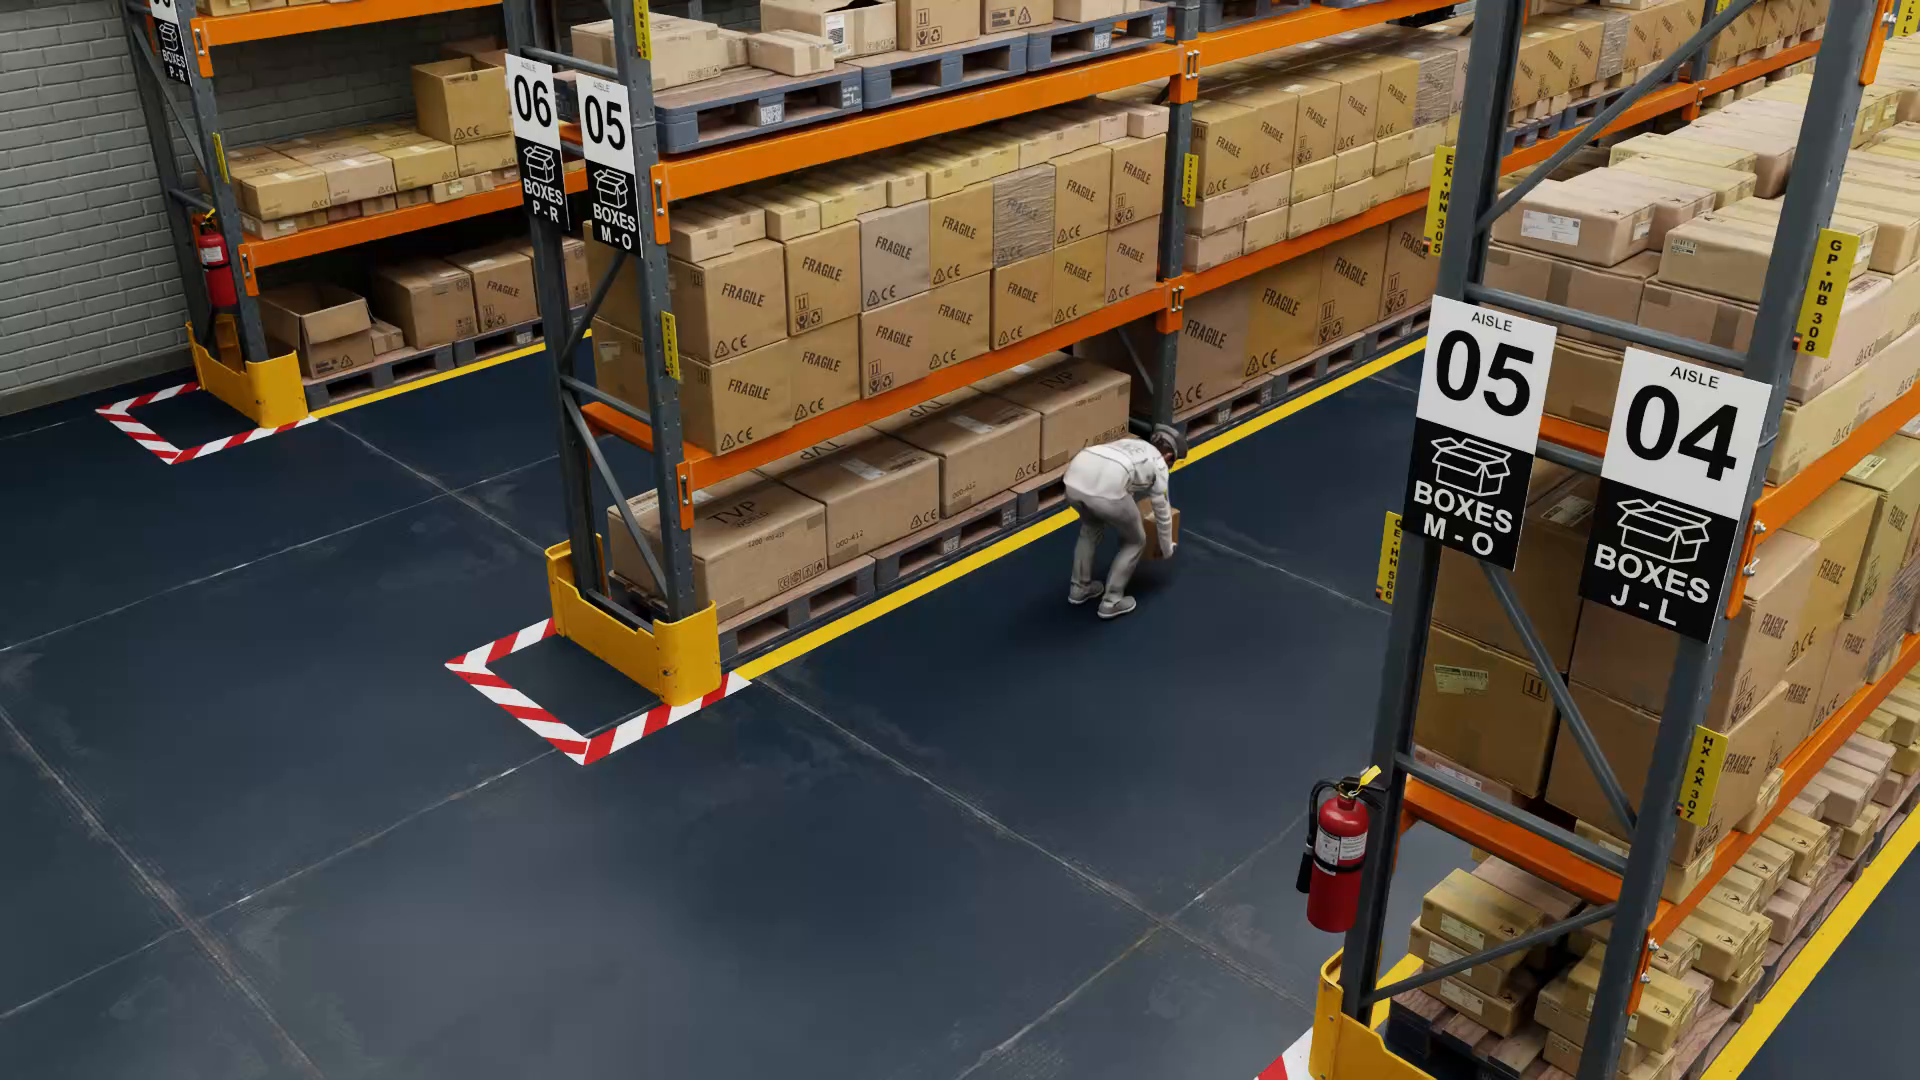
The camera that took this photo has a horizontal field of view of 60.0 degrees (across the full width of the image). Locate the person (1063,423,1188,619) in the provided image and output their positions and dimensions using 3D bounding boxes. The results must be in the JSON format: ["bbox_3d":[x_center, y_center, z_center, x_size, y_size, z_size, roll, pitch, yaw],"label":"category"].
[{"bbox_3d":[0.955,-0.134,9.580,0.433,1.005,0.908,23,36,36],"label":"person"}]
